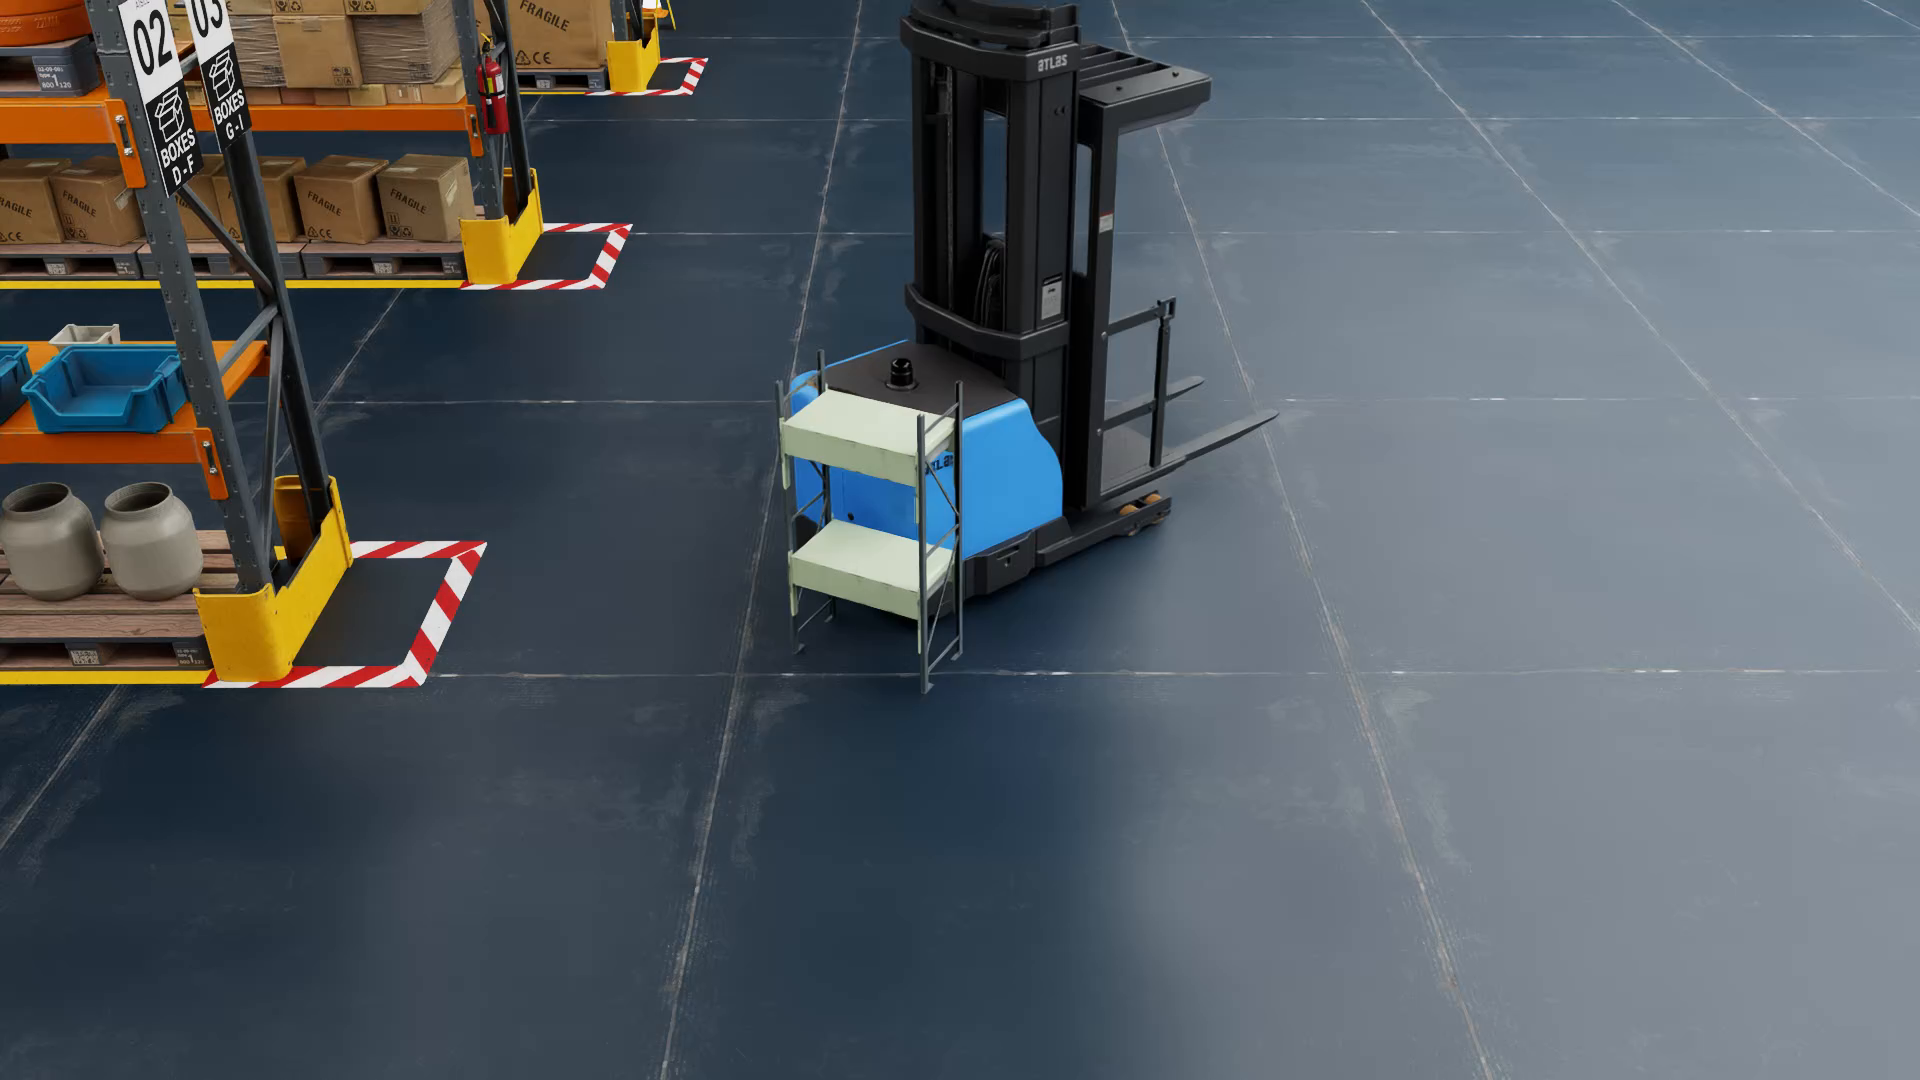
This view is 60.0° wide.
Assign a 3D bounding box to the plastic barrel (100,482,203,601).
[{"bbox_3d":[-4.057,0.007,8.340,0.421,0.512,0.421,0,31,0],"label":"plastic barrel"}]

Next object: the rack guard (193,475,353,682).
[{"bbox_3d":[-3.475,0.175,8.480,0.348,0.500,1.175,0,31,0],"label":"rack guard"}]

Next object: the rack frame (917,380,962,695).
[{"bbox_3d":[-0.089,0.011,7.786,0.023,1.500,0.400,15,34,23],"label":"rack frame"}]

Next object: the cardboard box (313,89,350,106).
[{"bbox_3d":[-4.463,-3.252,11.960,0.250,0.149,0.380,0,31,0],"label":"cardboard box"}]

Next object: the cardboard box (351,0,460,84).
[{"bbox_3d":[-3.979,-3.670,12.024,0.500,0.500,0.875,0,31,0],"label":"cardboard box"}]

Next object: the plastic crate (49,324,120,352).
[{"bbox_3d":[-4.296,-0.970,8.211,0.250,0.136,0.298,0,31,0],"label":"plastic crate"}]

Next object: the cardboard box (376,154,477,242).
[{"bbox_3d":[-4.054,-2.605,12.657,0.500,0.500,0.500,5,32,9],"label":"cardboard box"}]

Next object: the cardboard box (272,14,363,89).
[{"bbox_3d":[-4.478,-3.606,11.919,0.500,0.500,0.875,0,31,0],"label":"cardboard box"}]

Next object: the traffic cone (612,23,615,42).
[{"bbox_3d":[-3.897,-5.711,18.217,0.334,0.463,0.336,0,31,0],"label":"traffic cone"}]

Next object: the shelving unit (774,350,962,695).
[{"bbox_3d":[-0.415,-0.075,7.928,0.755,1.500,0.431,15,34,23],"label":"shelving unit"}]

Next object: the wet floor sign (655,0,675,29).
[{"bbox_3d":[-3.341,-6.082,18.651,0.232,0.644,0.267,-5,32,-9],"label":"wet floor sign"}]

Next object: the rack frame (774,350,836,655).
[{"bbox_3d":[-0.741,-0.161,8.070,0.023,1.500,0.400,15,34,23],"label":"rack frame"}]

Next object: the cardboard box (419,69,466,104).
[{"bbox_3d":[-3.713,-3.272,11.994,0.250,0.149,0.380,0,31,0],"label":"cardboard box"}]

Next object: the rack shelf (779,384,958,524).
[{"bbox_3d":[-0.415,-0.409,7.725,0.720,0.370,0.431,15,34,23],"label":"rack shelf"}]

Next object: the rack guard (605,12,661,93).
[{"bbox_3d":[-3.334,-4.992,16.996,0.348,0.500,1.175,0,31,0],"label":"rack guard"}]

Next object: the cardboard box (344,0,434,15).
[{"bbox_3d":[-3.978,-3.955,11.530,0.500,0.500,0.500,0,31,0],"label":"cardboard box"}]

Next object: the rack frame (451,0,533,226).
[{"bbox_3d":[-3.429,-3.488,12.107,0.127,3.000,1.000,0,31,0],"label":"rack frame"}]

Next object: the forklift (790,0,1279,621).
[{"bbox_3d":[0.565,-1.468,8.845,3.031,2.935,1.130,-23,38,-33],"label":"forklift"}]

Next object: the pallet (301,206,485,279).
[{"bbox_3d":[-4.318,-2.311,12.856,1.213,0.211,1.003,0,31,0],"label":"pallet"}]

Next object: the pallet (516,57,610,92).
[{"bbox_3d":[-4.157,-4.826,17.000,1.213,0.211,1.003,0,31,0],"label":"pallet"}]

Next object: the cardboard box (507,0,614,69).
[{"bbox_3d":[-4.036,-5.296,16.730,0.875,0.875,0.875,0,31,0],"label":"cardboard box"}]

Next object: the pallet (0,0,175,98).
[{"bbox_3d":[-4.227,-2.168,7.223,1.213,0.211,1.003,0,31,0],"label":"pallet"}]

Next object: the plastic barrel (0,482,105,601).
[{"bbox_3d":[-4.558,0.009,8.337,0.421,0.512,0.421,0,31,0],"label":"plastic barrel"}]

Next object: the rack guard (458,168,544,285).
[{"bbox_3d":[-3.505,-2.419,12.755,0.348,0.500,1.175,0,31,0],"label":"rack guard"}]

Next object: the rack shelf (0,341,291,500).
[{"bbox_3d":[-5.399,-0.605,8.049,4.000,0.370,1.077,0,31,0],"label":"rack shelf"}]

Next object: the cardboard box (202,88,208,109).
[{"bbox_3d":[-5.212,-3.213,11.896,0.250,0.149,0.380,0,31,0],"label":"cardboard box"}]

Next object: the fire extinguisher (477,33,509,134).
[{"bbox_3d":[-3.312,-3.216,11.734,0.183,0.674,0.296,0,31,0],"label":"fire extinguisher"}]

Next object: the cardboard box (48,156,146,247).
[{"bbox_3d":[-6.456,-2.572,12.603,0.500,0.500,0.500,10,33,15],"label":"cardboard box"}]

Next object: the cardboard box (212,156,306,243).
[{"bbox_3d":[-5.277,-2.594,12.638,0.500,0.500,0.500,3,31,4],"label":"cardboard box"}]

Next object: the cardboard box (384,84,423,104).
[{"bbox_3d":[-3.963,-3.272,11.993,0.250,0.149,0.380,0,31,0],"label":"cardboard box"}]

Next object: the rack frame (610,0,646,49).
[{"bbox_3d":[-3.358,-6.061,16.348,0.127,3.000,1.000,0,31,0],"label":"rack frame"}]

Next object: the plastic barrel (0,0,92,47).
[{"bbox_3d":[-3.884,-2.497,6.763,0.708,0.830,0.600,0,31,0],"label":"plastic barrel"}]

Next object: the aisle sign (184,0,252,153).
[{"bbox_3d":[-3.329,-2.182,7.449,0.004,0.787,0.394,0,31,0],"label":"aisle sign"}]

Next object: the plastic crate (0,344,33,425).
[{"bbox_3d":[-4.547,-0.699,7.654,0.408,0.251,0.499,0,31,0],"label":"plastic crate"}]

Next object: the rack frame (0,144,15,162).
[{"bbox_3d":[-7.429,-3.475,12.086,0.127,3.000,1.000,0,31,0],"label":"rack frame"}]

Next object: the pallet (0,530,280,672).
[{"bbox_3d":[-4.287,0.298,8.555,1.213,0.211,1.003,0,31,0],"label":"pallet"}]

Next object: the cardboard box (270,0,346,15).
[{"bbox_3d":[-4.477,-3.951,11.523,0.500,0.500,0.500,0,31,0],"label":"cardboard box"}]

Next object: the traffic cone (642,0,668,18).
[{"bbox_3d":[-3.564,-6.298,19.185,0.334,0.463,0.336,0,31,0],"label":"traffic cone"}]

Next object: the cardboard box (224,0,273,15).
[{"bbox_3d":[-4.977,-3.951,11.522,0.500,0.500,0.500,0,31,0],"label":"cardboard box"}]

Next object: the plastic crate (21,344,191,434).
[{"bbox_3d":[-3.898,-0.698,7.653,0.616,0.251,0.499,0,31,0],"label":"plastic crate"}]

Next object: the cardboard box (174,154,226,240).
[{"bbox_3d":[-5.836,-2.615,12.673,0.500,0.500,0.500,-3,31,-5],"label":"cardboard box"}]

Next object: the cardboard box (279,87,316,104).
[{"bbox_3d":[-4.713,-3.272,11.994,0.250,0.149,0.380,0,31,0],"label":"cardboard box"}]

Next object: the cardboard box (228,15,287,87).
[{"bbox_3d":[-4.979,-3.627,11.954,0.500,0.500,0.875,0,31,0],"label":"cardboard box"}]

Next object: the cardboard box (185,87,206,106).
[{"bbox_3d":[-5.463,-3.249,11.955,0.250,0.149,0.380,0,31,0],"label":"cardboard box"}]

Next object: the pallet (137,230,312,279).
[{"bbox_3d":[-5.535,-2.309,12.852,1.213,0.211,1.003,0,31,0],"label":"pallet"}]

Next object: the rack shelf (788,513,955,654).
[{"bbox_3d":[-0.415,0.204,8.097,0.720,0.370,0.431,15,34,23],"label":"rack shelf"}]

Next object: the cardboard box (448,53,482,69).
[{"bbox_3d":[-3.715,-3.503,12.374,0.250,0.149,0.380,0,31,0],"label":"cardboard box"}]

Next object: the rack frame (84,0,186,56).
[{"bbox_3d":[-3.399,-3.483,6.316,0.127,3.000,1.000,0,31,0],"label":"rack frame"}]

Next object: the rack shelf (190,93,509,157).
[{"bbox_3d":[-5.429,-3.174,12.283,4.000,0.370,1.077,0,31,0],"label":"rack shelf"}]

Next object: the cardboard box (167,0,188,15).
[{"bbox_3d":[-5.478,-3.953,11.527,0.500,0.500,0.500,0,31,0],"label":"cardboard box"}]

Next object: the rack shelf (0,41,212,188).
[{"bbox_3d":[-5.399,-1.887,7.271,4.000,0.370,1.077,0,31,0],"label":"rack shelf"}]

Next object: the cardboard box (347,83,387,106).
[{"bbox_3d":[-4.212,-3.244,11.948,0.250,0.149,0.380,0,31,0],"label":"cardboard box"}]

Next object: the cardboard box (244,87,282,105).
[{"bbox_3d":[-4.963,-3.260,11.974,0.250,0.149,0.380,0,31,0],"label":"cardboard box"}]

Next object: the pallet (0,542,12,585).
[{"bbox_3d":[-5.504,0.300,8.552,1.213,0.211,1.003,0,31,0],"label":"pallet"}]

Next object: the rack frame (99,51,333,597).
[{"bbox_3d":[-3.399,-0.919,7.872,0.127,3.000,1.000,0,31,0],"label":"rack frame"}]

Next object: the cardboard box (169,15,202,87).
[{"bbox_3d":[-5.479,-3.632,11.961,0.500,0.500,0.875,0,31,0],"label":"cardboard box"}]

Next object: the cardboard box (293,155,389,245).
[{"bbox_3d":[-4.651,-2.586,12.625,0.500,0.500,0.500,8,32,13],"label":"cardboard box"}]

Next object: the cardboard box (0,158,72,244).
[{"bbox_3d":[-7.029,-2.567,12.594,0.500,0.500,0.500,-1,31,-2],"label":"cardboard box"}]

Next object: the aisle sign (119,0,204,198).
[{"bbox_3d":[-3.325,-1.876,6.944,0.004,0.787,0.394,0,31,0],"label":"aisle sign"}]
